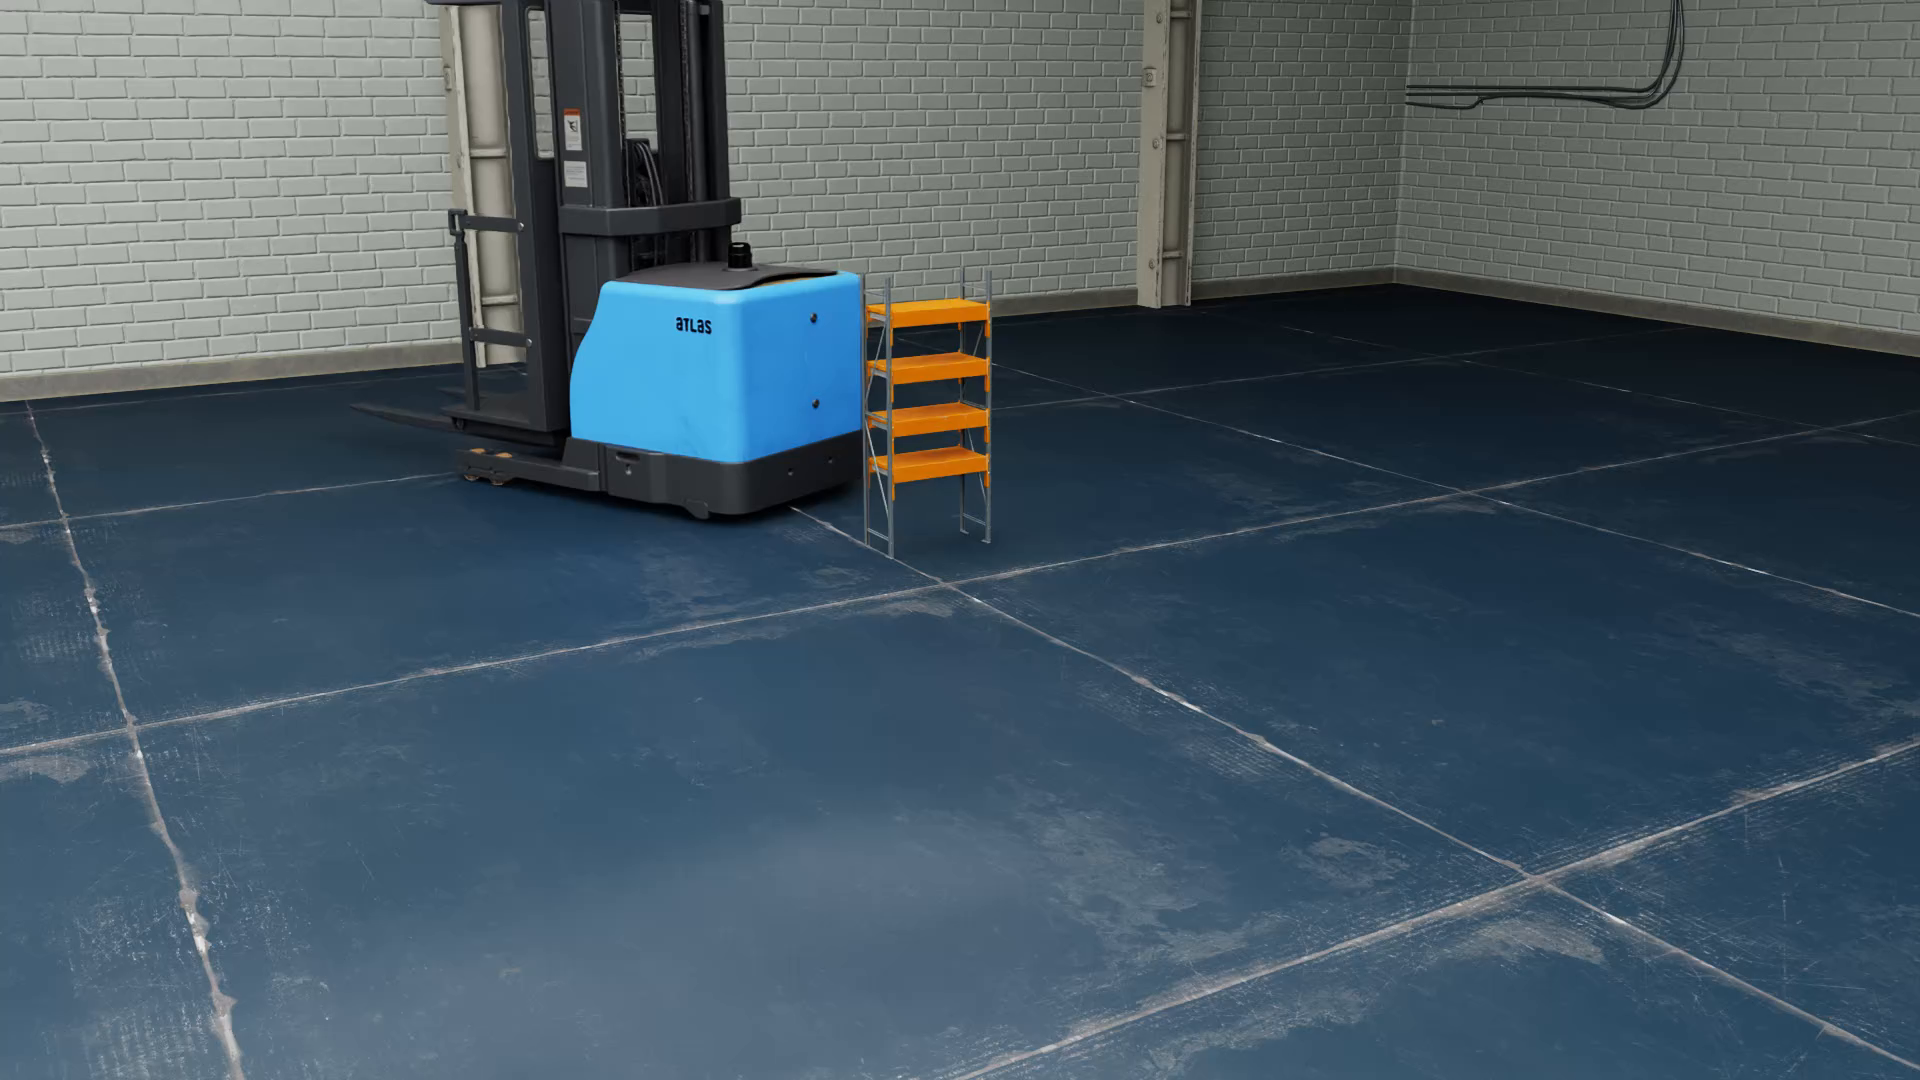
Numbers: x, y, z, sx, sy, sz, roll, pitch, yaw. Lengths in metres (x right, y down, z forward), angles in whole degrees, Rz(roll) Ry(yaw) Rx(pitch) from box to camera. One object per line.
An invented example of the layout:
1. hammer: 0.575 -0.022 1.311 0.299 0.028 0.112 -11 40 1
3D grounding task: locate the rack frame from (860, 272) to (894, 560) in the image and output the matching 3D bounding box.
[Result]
1. rack frame: -0.351 -0.521 7.045 0.015 1.200 0.240 -9 18 -30

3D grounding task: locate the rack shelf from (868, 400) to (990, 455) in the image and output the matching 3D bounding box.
1. rack shelf: -0.142 -0.490 7.184 0.480 0.148 0.258 -9 18 -30

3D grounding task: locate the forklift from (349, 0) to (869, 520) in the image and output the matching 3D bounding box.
1. forklift: -1.963 -1.790 8.367 3.031 2.935 1.130 10 19 33

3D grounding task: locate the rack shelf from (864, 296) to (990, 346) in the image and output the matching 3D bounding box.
1. rack shelf: -0.142 -0.933 7.060 0.480 0.148 0.258 -9 18 -30

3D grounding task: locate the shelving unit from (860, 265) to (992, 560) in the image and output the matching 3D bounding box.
1. shelving unit: -0.142 -0.555 7.166 0.503 1.200 0.258 -9 18 -30

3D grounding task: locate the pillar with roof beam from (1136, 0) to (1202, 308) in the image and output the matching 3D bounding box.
1. pillar with roof beam: 4.045 -5.453 10.189 0.400 9.000 9.100 -9 18 -30

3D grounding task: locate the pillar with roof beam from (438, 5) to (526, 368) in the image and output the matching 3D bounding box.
1. pillar with roof beam: -1.098 -4.619 7.214 0.400 9.000 9.100 -9 18 -30

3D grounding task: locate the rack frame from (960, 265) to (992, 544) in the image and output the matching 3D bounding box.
1. rack frame: 0.067 -0.589 7.287 0.015 1.200 0.240 -9 18 -30

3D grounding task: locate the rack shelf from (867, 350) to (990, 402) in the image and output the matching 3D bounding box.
1. rack shelf: -0.142 -0.705 7.124 0.480 0.148 0.258 -9 18 -30

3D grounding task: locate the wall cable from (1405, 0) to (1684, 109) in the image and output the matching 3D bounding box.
1. wall cable: 5.035 -5.057 14.531 0.112 2.526 3.097 -9 18 -30

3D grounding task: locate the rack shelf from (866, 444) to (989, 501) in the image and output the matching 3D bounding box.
1. rack shelf: -0.142 -0.299 7.238 0.480 0.148 0.258 -9 18 -30
